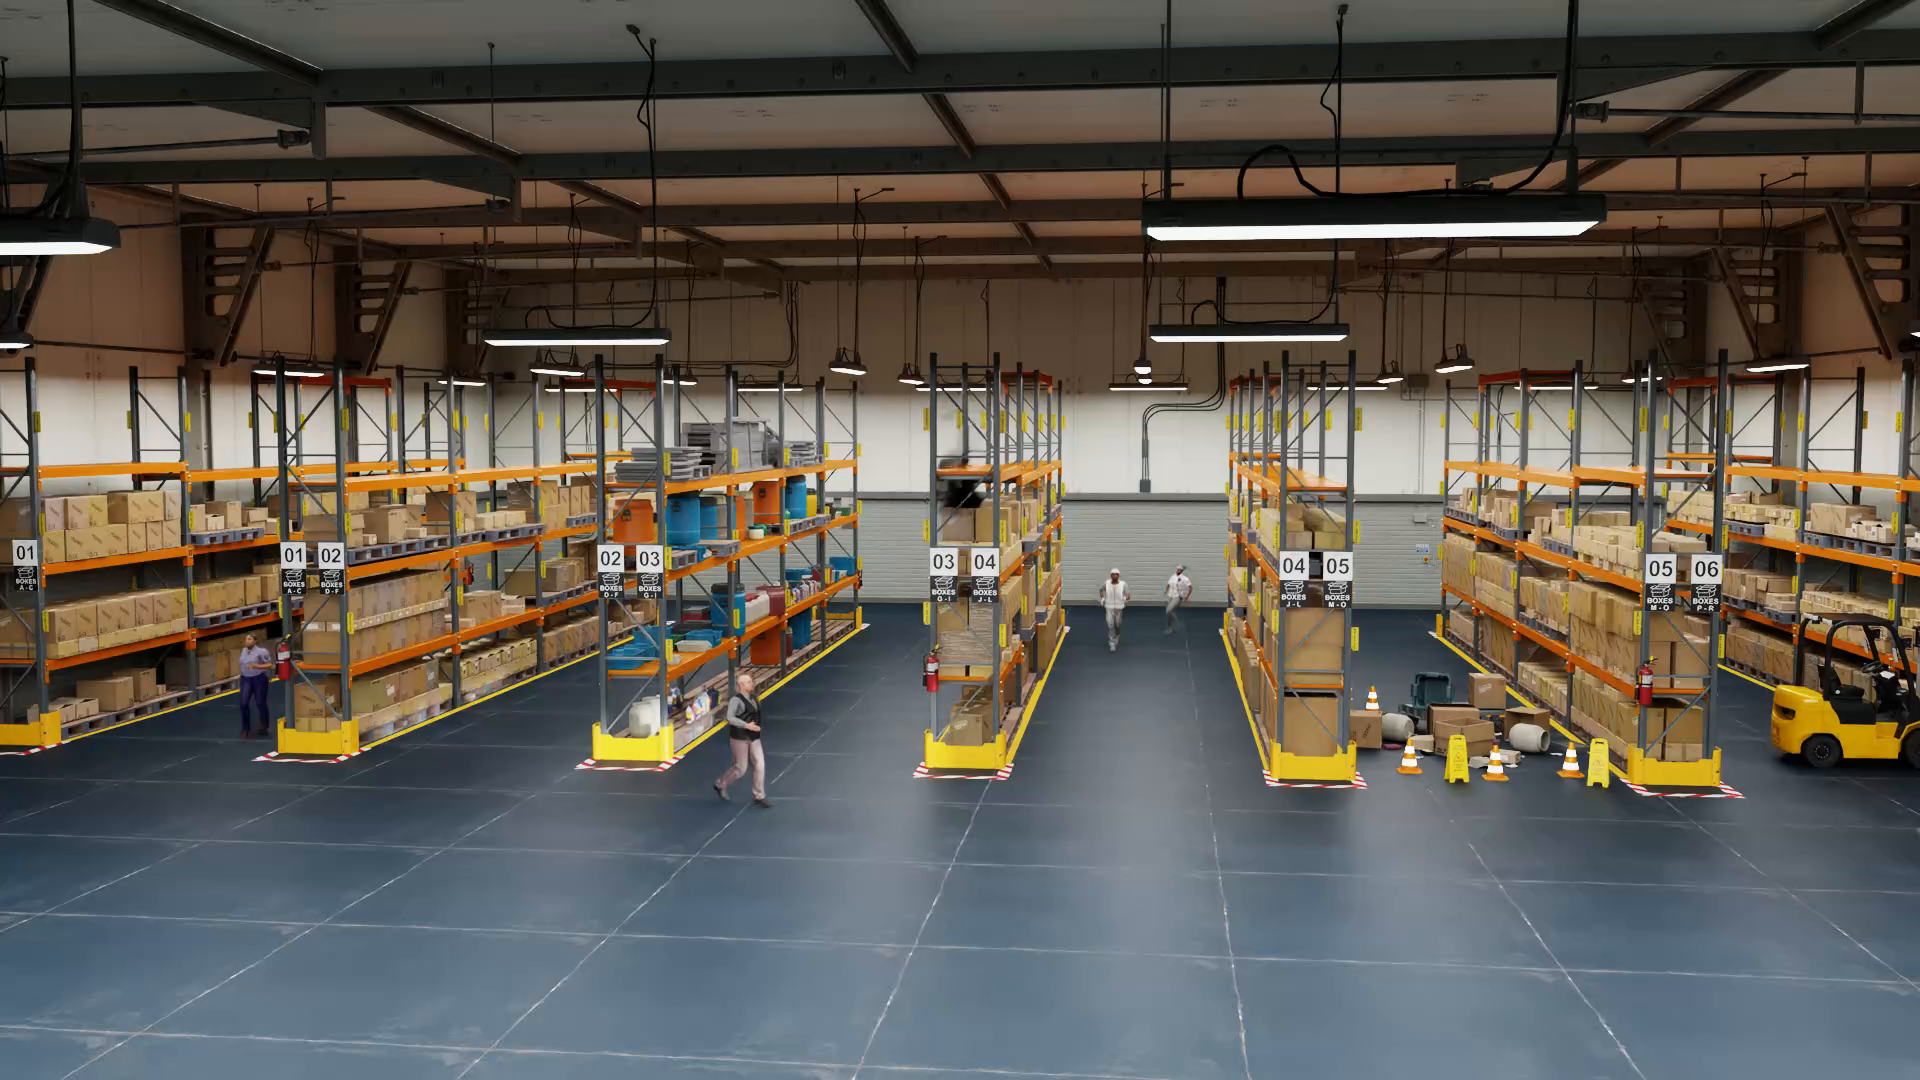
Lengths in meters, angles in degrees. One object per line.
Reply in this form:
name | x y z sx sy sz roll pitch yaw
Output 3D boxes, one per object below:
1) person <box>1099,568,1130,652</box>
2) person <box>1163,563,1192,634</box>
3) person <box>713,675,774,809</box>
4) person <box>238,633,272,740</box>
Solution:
person | 3.409 1.514 36.628 0.682 1.791 0.987 0 4 4
person | 5.110 1.403 39.449 0.625 1.703 0.622 -3 5 -37
person | -2.823 2.614 21.660 0.892 1.727 0.659 2 5 31
person | -11.233 2.325 26.540 0.574 1.719 0.754 0 4 1
